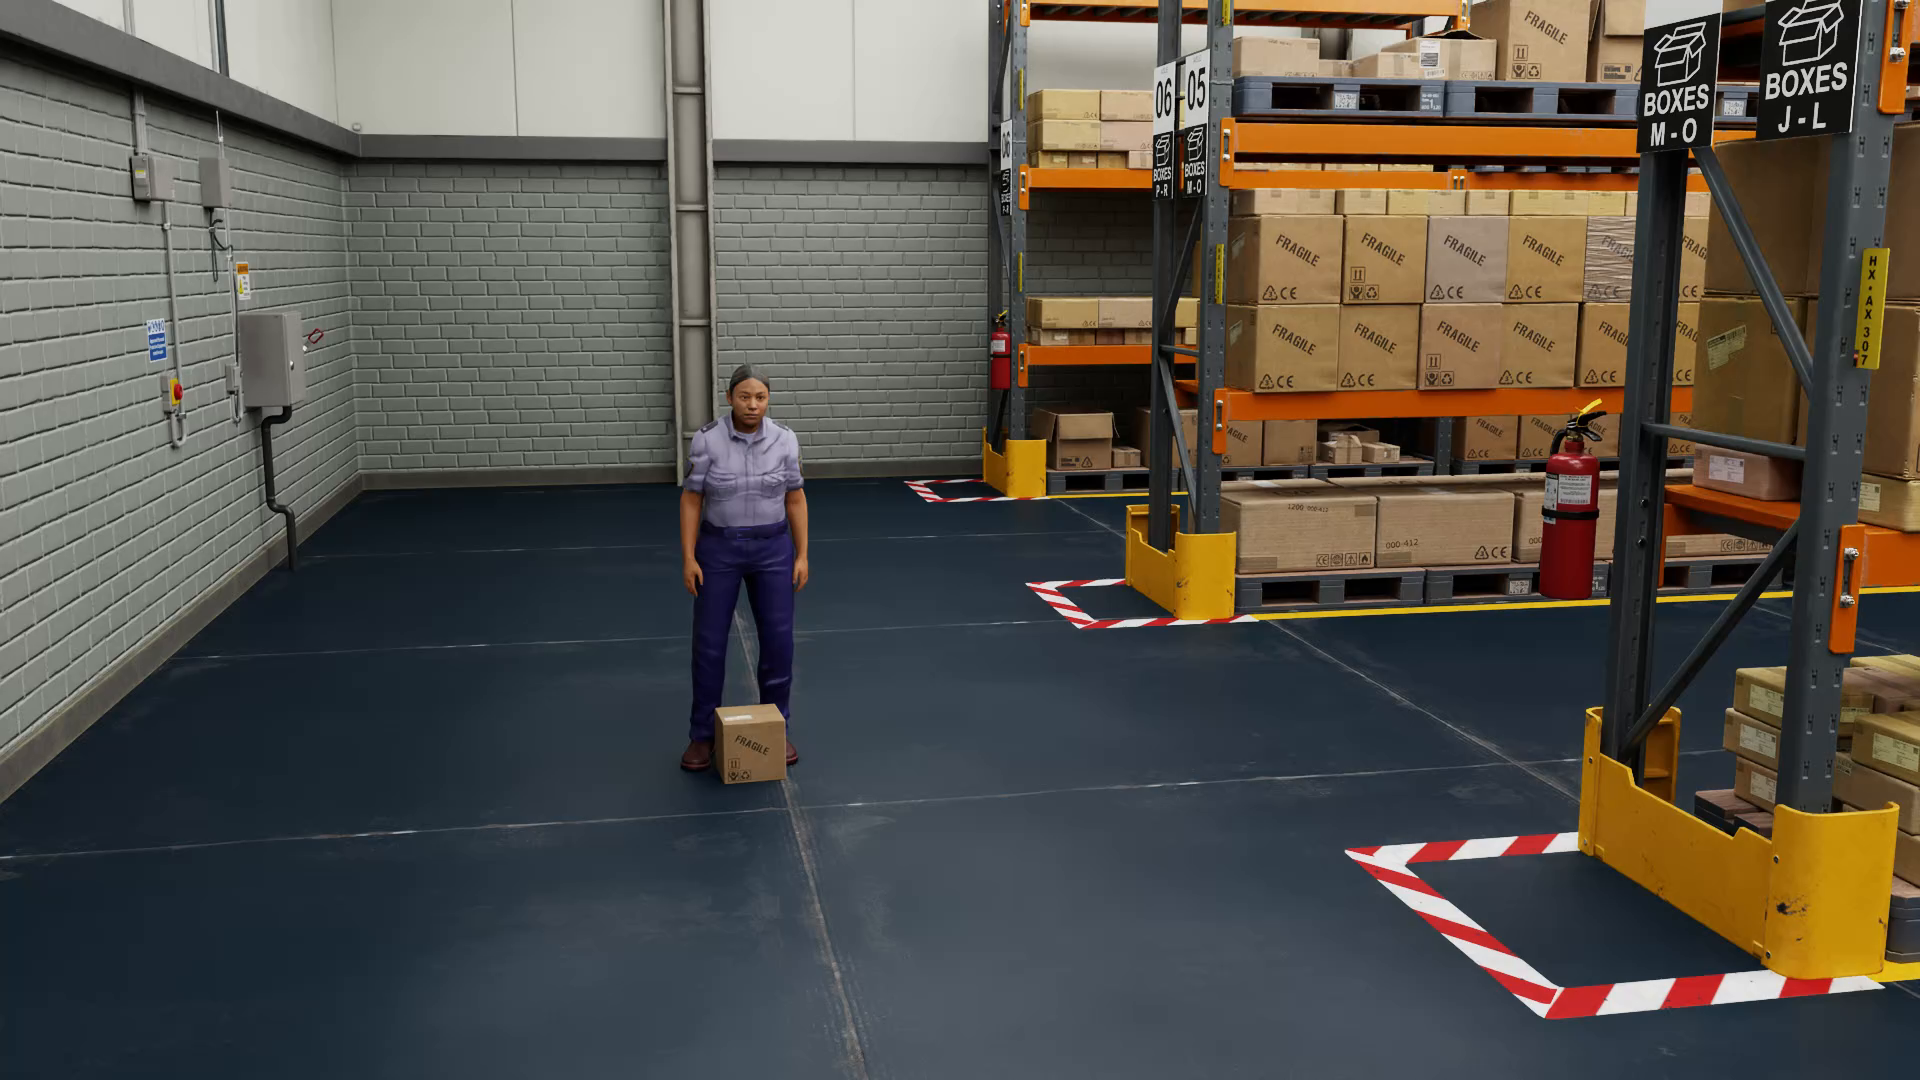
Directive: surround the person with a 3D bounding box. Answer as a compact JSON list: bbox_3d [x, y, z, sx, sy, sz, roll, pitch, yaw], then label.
[{"bbox_3d":[-0.899,0.098,6.858,0.563,1.647,0.375,-3,10,-15],"label":"person"}]
